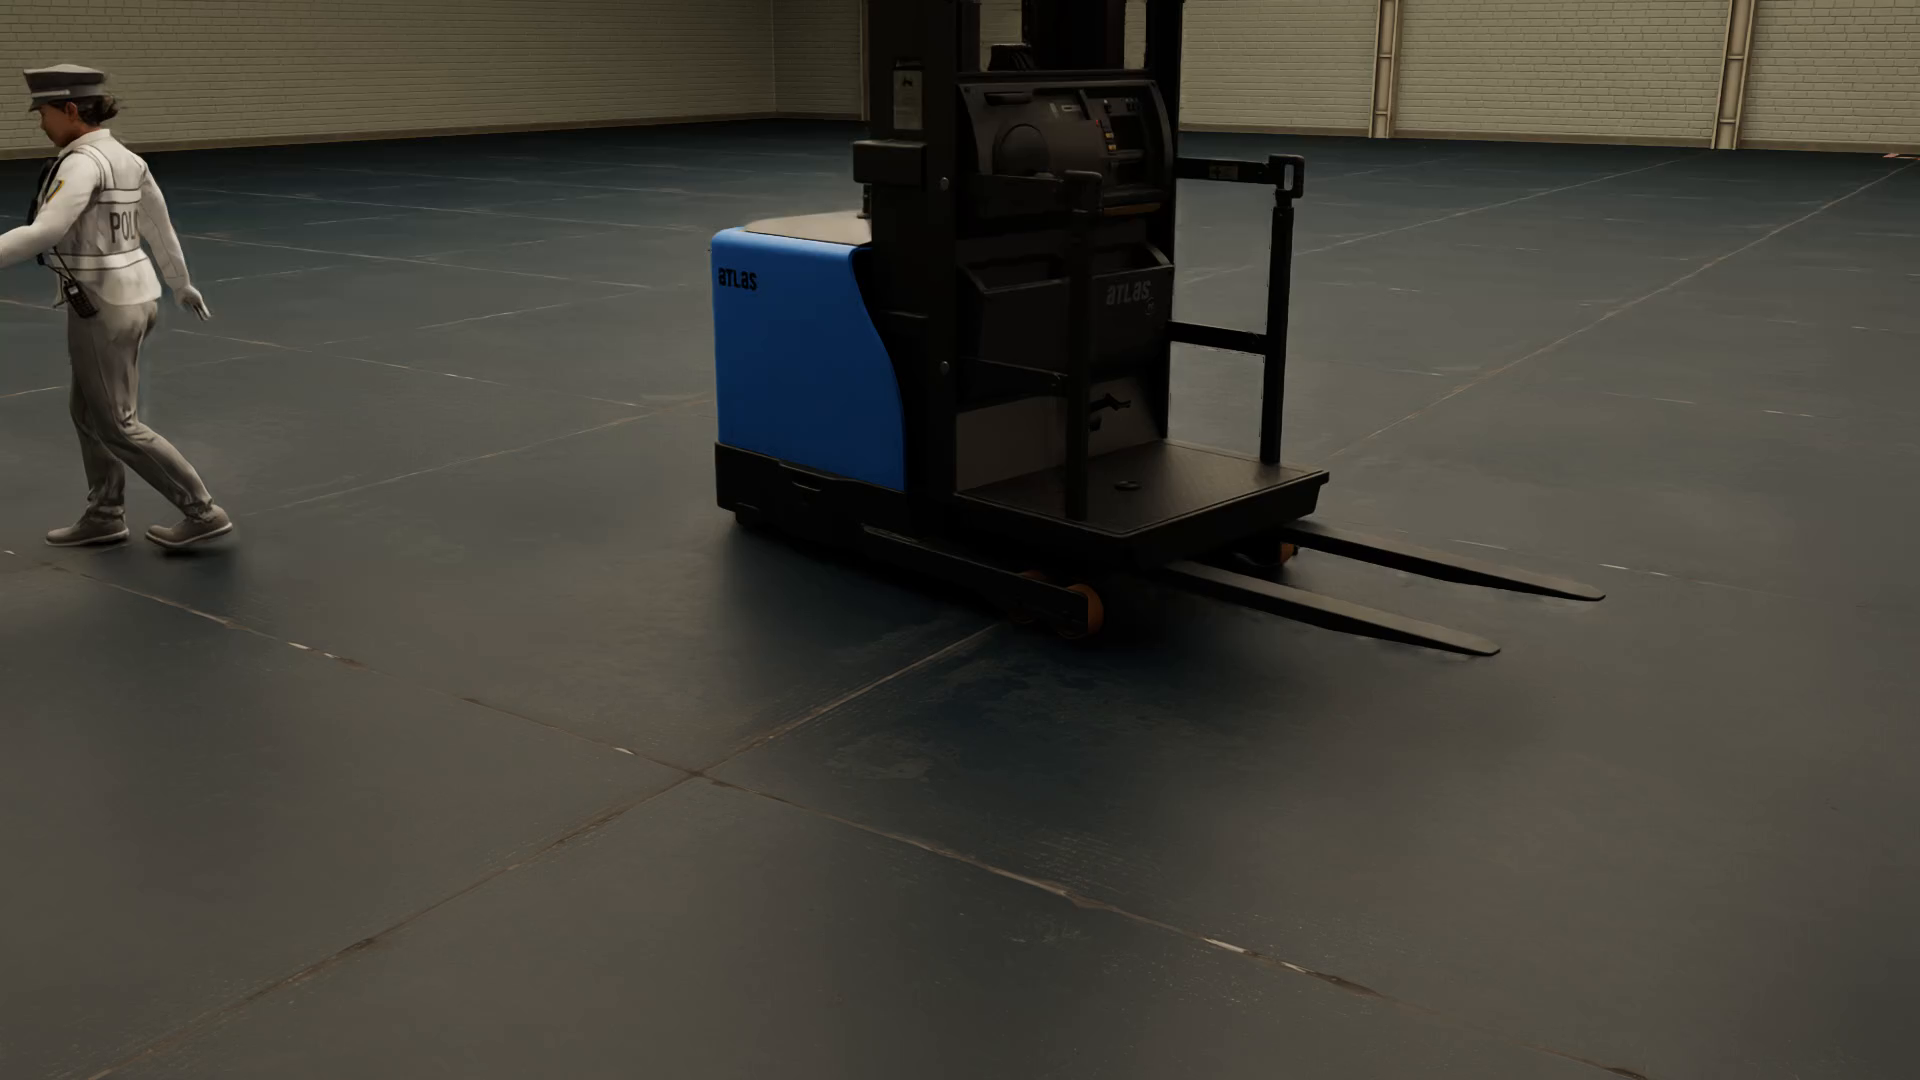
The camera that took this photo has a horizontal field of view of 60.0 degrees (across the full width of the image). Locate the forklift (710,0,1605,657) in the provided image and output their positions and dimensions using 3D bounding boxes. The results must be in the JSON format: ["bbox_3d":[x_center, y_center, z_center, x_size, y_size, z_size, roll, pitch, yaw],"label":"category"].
[{"bbox_3d":[0.500,-1.274,5.092,3.031,2.935,1.130,16,23,42],"label":"forklift"}]

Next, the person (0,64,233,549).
[{"bbox_3d":[-2.922,-0.762,5.676,0.726,1.639,0.879,-2,17,-6],"label":"person"}]
